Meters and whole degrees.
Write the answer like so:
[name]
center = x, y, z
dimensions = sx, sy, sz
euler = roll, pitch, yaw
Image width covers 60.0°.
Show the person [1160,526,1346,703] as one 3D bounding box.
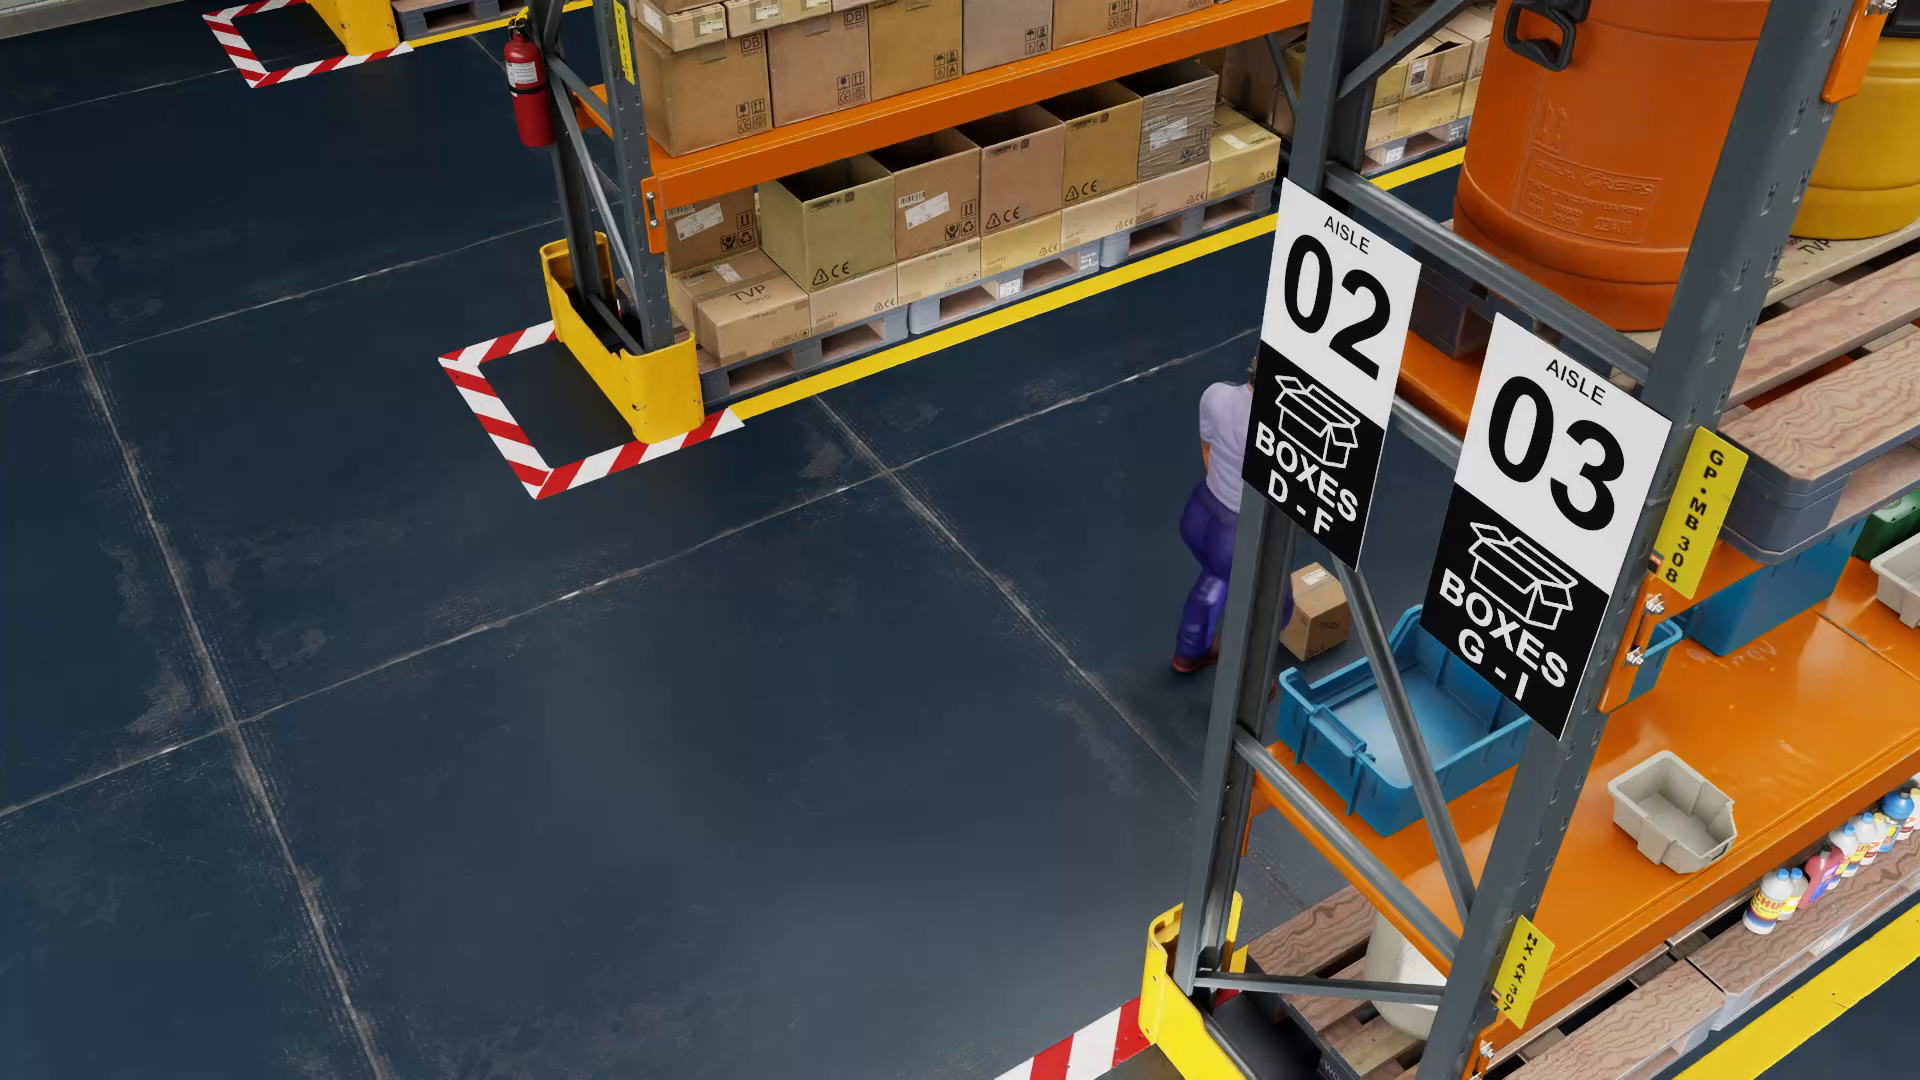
[person]
center = 1.197, 0.245, 6.619
dimensions = 0.883, 0.720, 0.508
euler = -24, 46, -25
